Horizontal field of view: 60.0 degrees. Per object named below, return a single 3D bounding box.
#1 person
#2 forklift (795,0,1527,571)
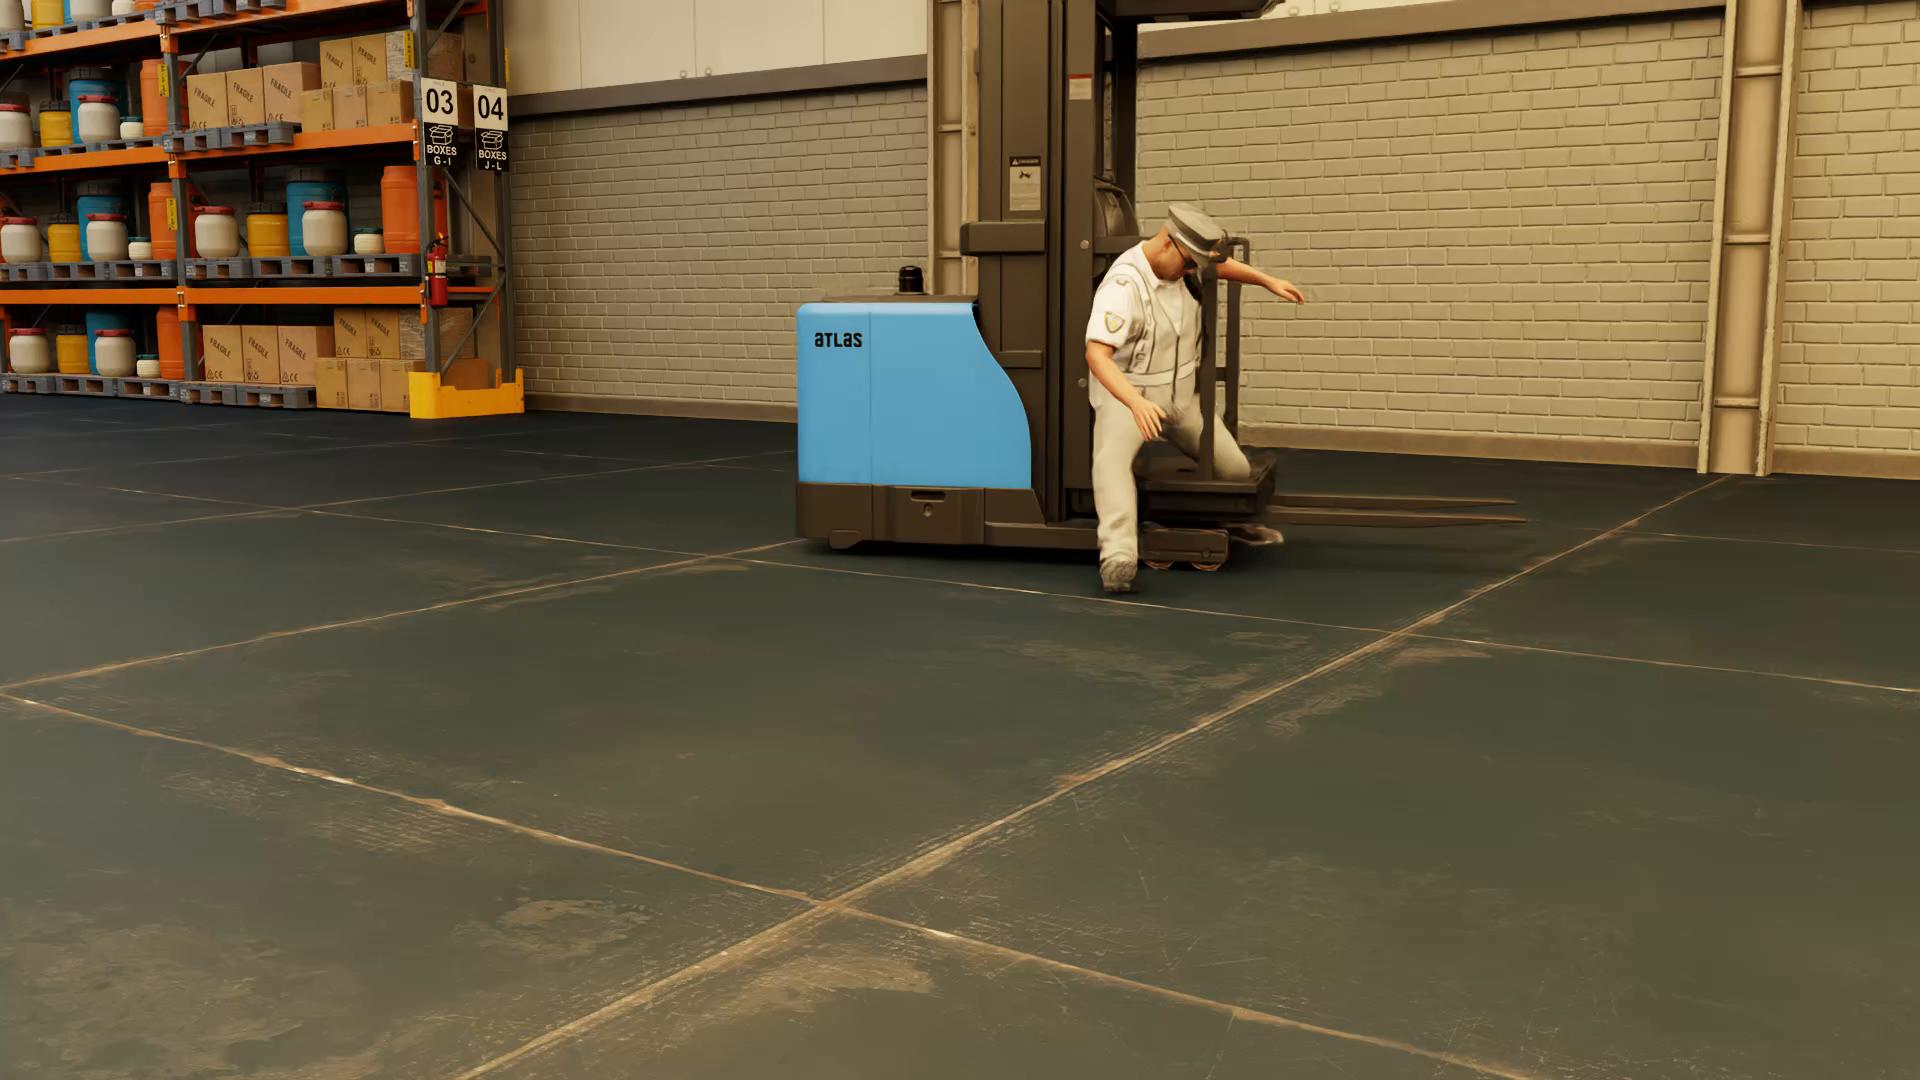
[{"bbox_3d":[0.900,-0.573,6.539,1.310,1.461,0.794,-5,10,-33],"label":"person"},{"bbox_3d":[0.861,-1.408,7.091,3.031,2.935,1.130,2,8,15],"label":"forklift"}]
